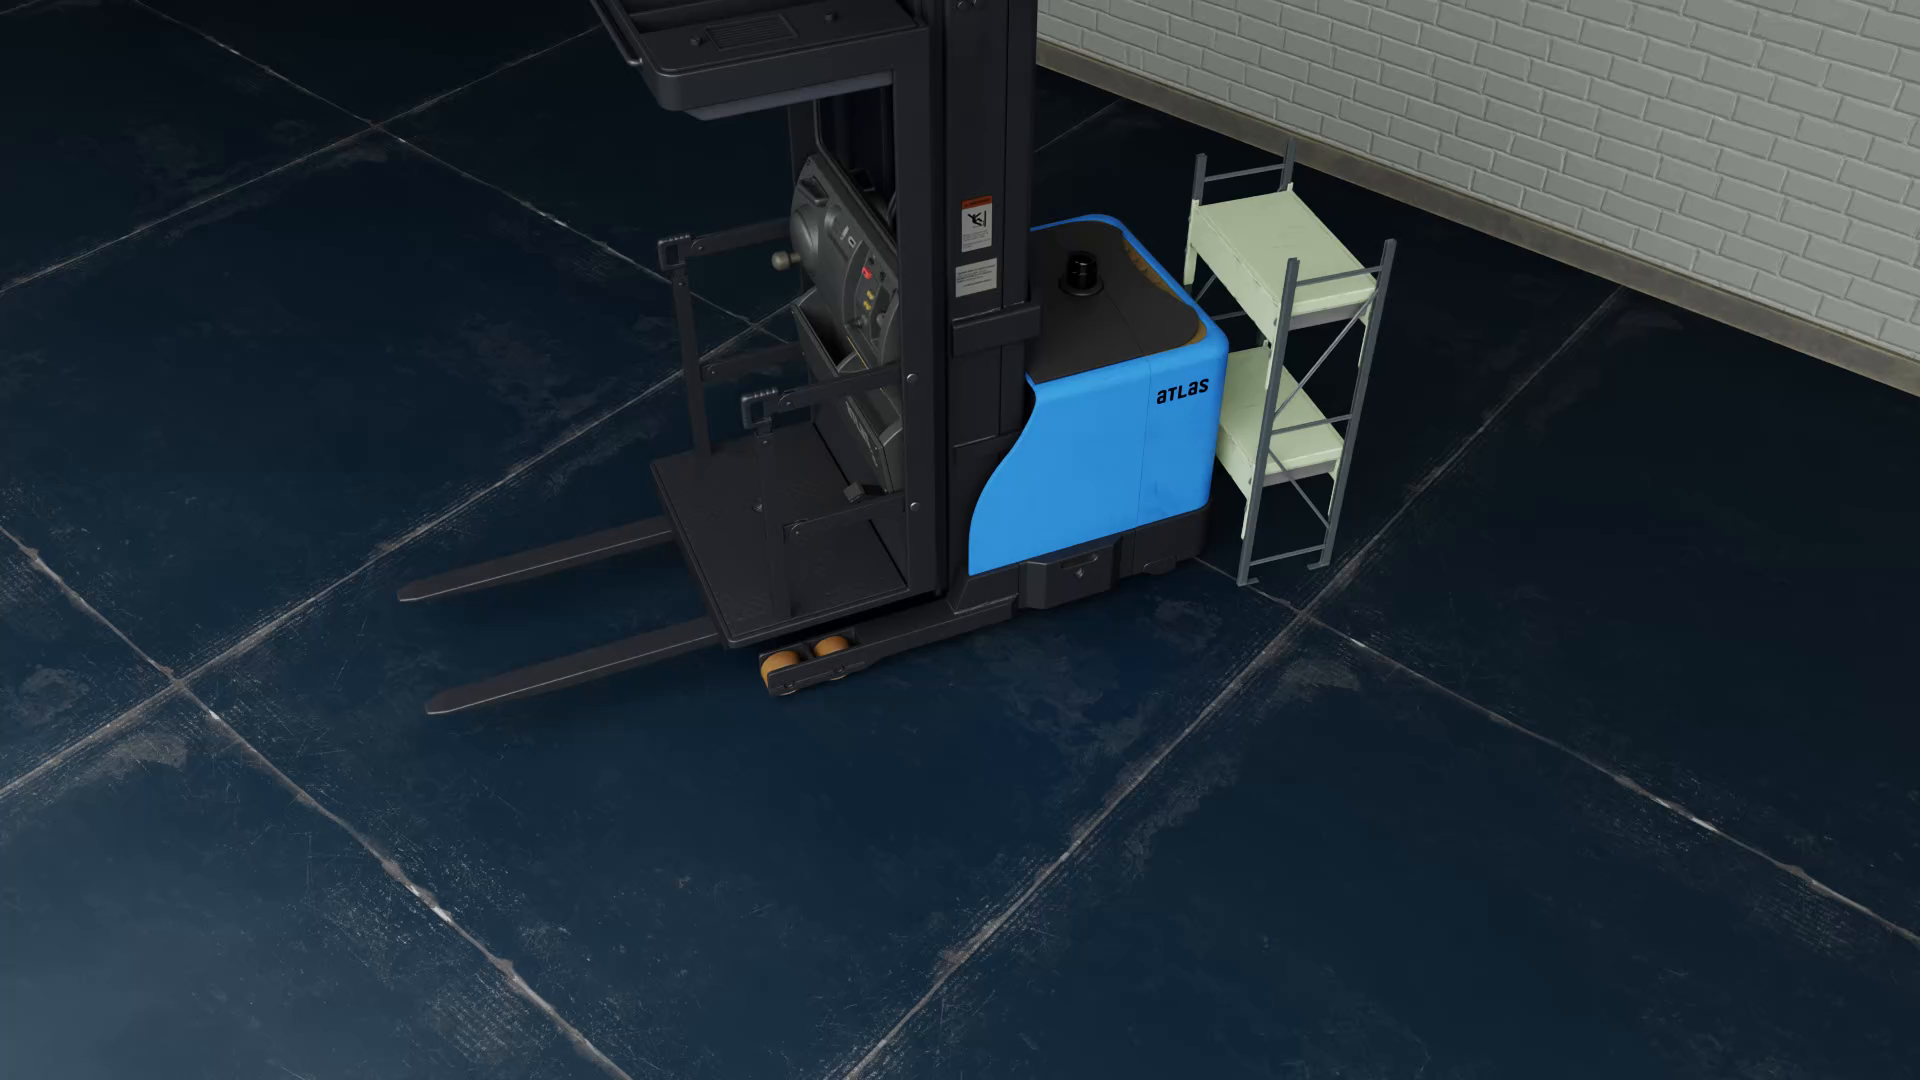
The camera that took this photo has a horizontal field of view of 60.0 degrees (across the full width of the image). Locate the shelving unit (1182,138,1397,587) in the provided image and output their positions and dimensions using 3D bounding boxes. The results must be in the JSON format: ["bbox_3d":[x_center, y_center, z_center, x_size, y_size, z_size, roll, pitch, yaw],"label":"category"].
[{"bbox_3d":[1.168,-0.653,6.352,0.431,1.500,0.755,-13,44,-14],"label":"shelving unit"}]

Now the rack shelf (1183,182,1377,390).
[{"bbox_3d":[1.170,-0.942,6.090,0.431,0.370,0.720,-13,44,-14],"label":"rack shelf"}]

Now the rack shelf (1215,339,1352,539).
[{"bbox_3d":[1.167,-0.412,6.571,0.431,0.370,0.720,-13,44,-14],"label":"rack shelf"}]

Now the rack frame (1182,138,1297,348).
[{"bbox_3d":[1.051,-0.886,6.609,0.400,1.500,0.023,-13,44,-14],"label":"rack frame"}]

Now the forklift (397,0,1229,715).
[{"bbox_3d":[-0.580,-0.919,5.582,3.031,2.935,1.130,-16,45,-17],"label":"forklift"}]

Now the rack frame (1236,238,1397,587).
[{"bbox_3d":[1.285,-0.420,6.095,0.400,1.500,0.023,-13,44,-14],"label":"rack frame"}]
